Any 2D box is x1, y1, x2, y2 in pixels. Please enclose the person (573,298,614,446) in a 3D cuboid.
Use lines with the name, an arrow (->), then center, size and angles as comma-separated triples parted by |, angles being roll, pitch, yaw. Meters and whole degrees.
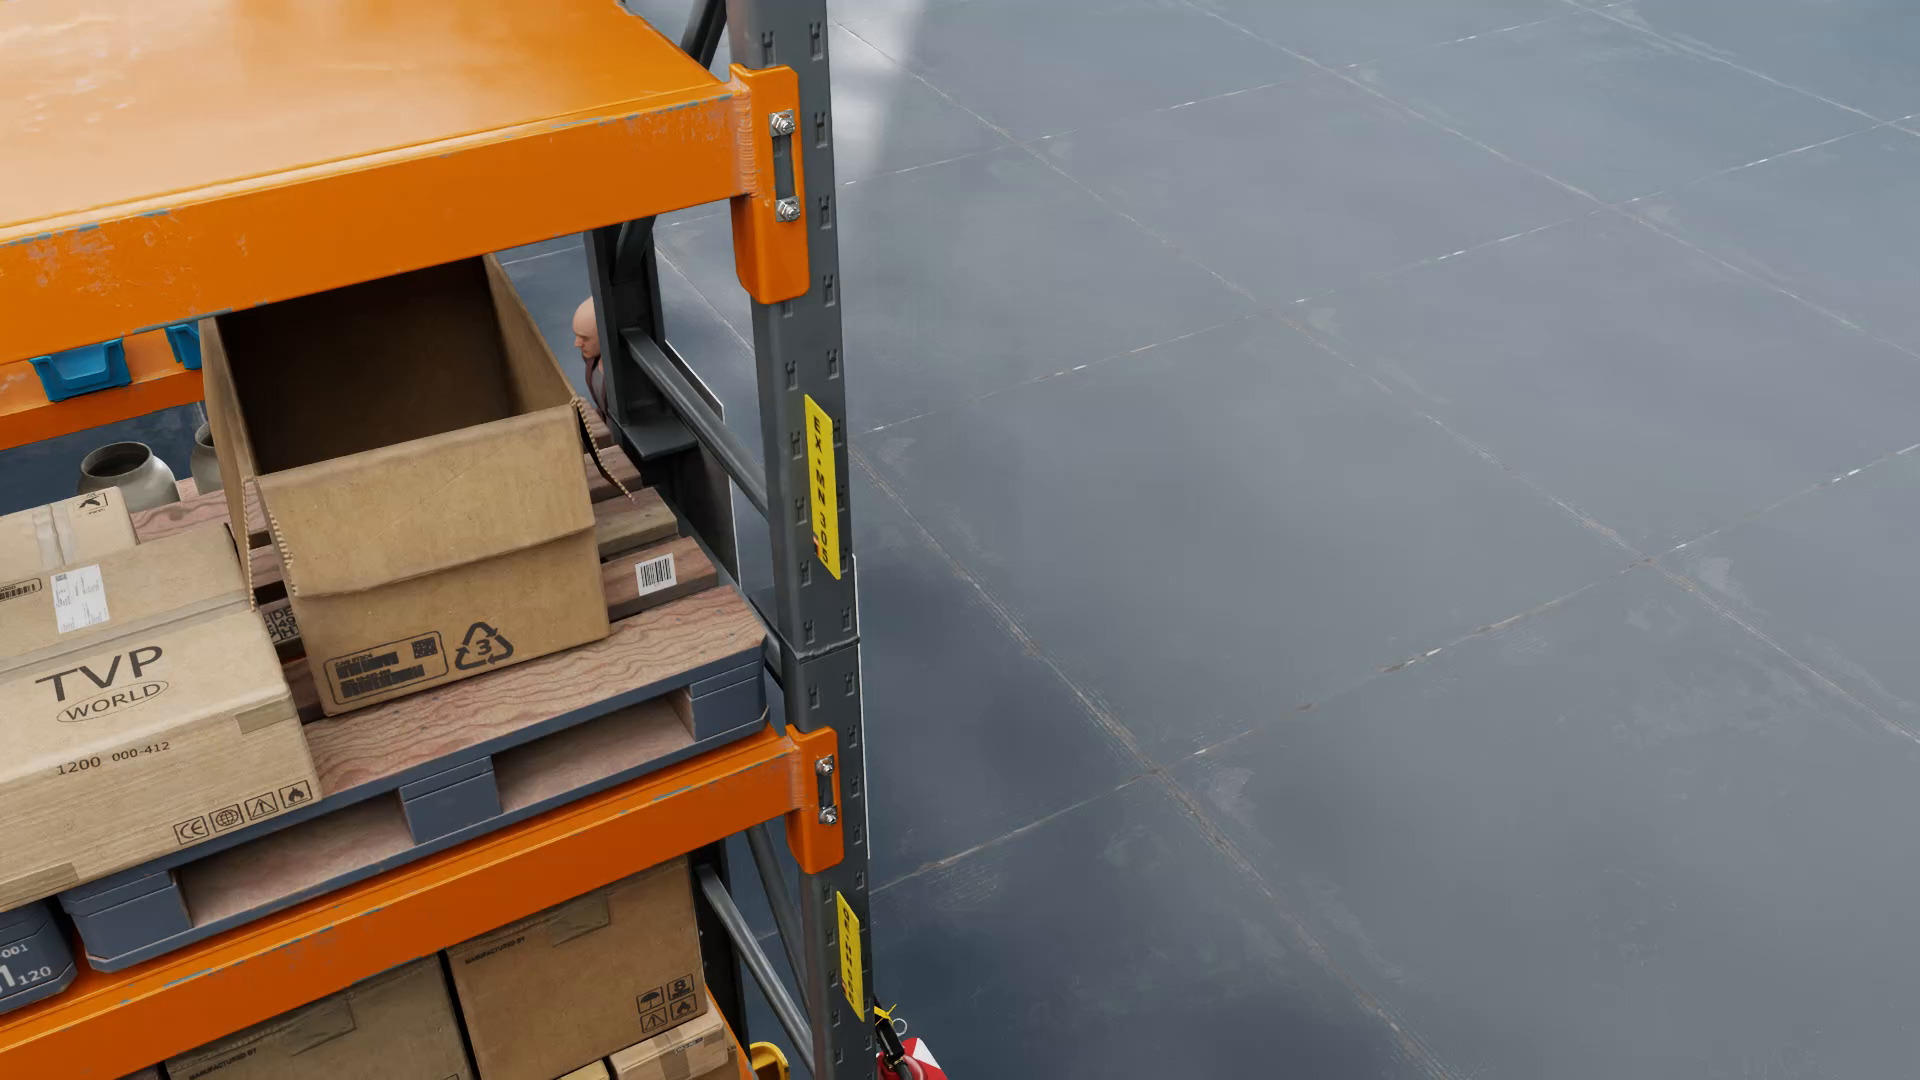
person -> -1.461, -0.297, 7.348 | 0.429, 1.772, 0.643 | -21, 41, -26
